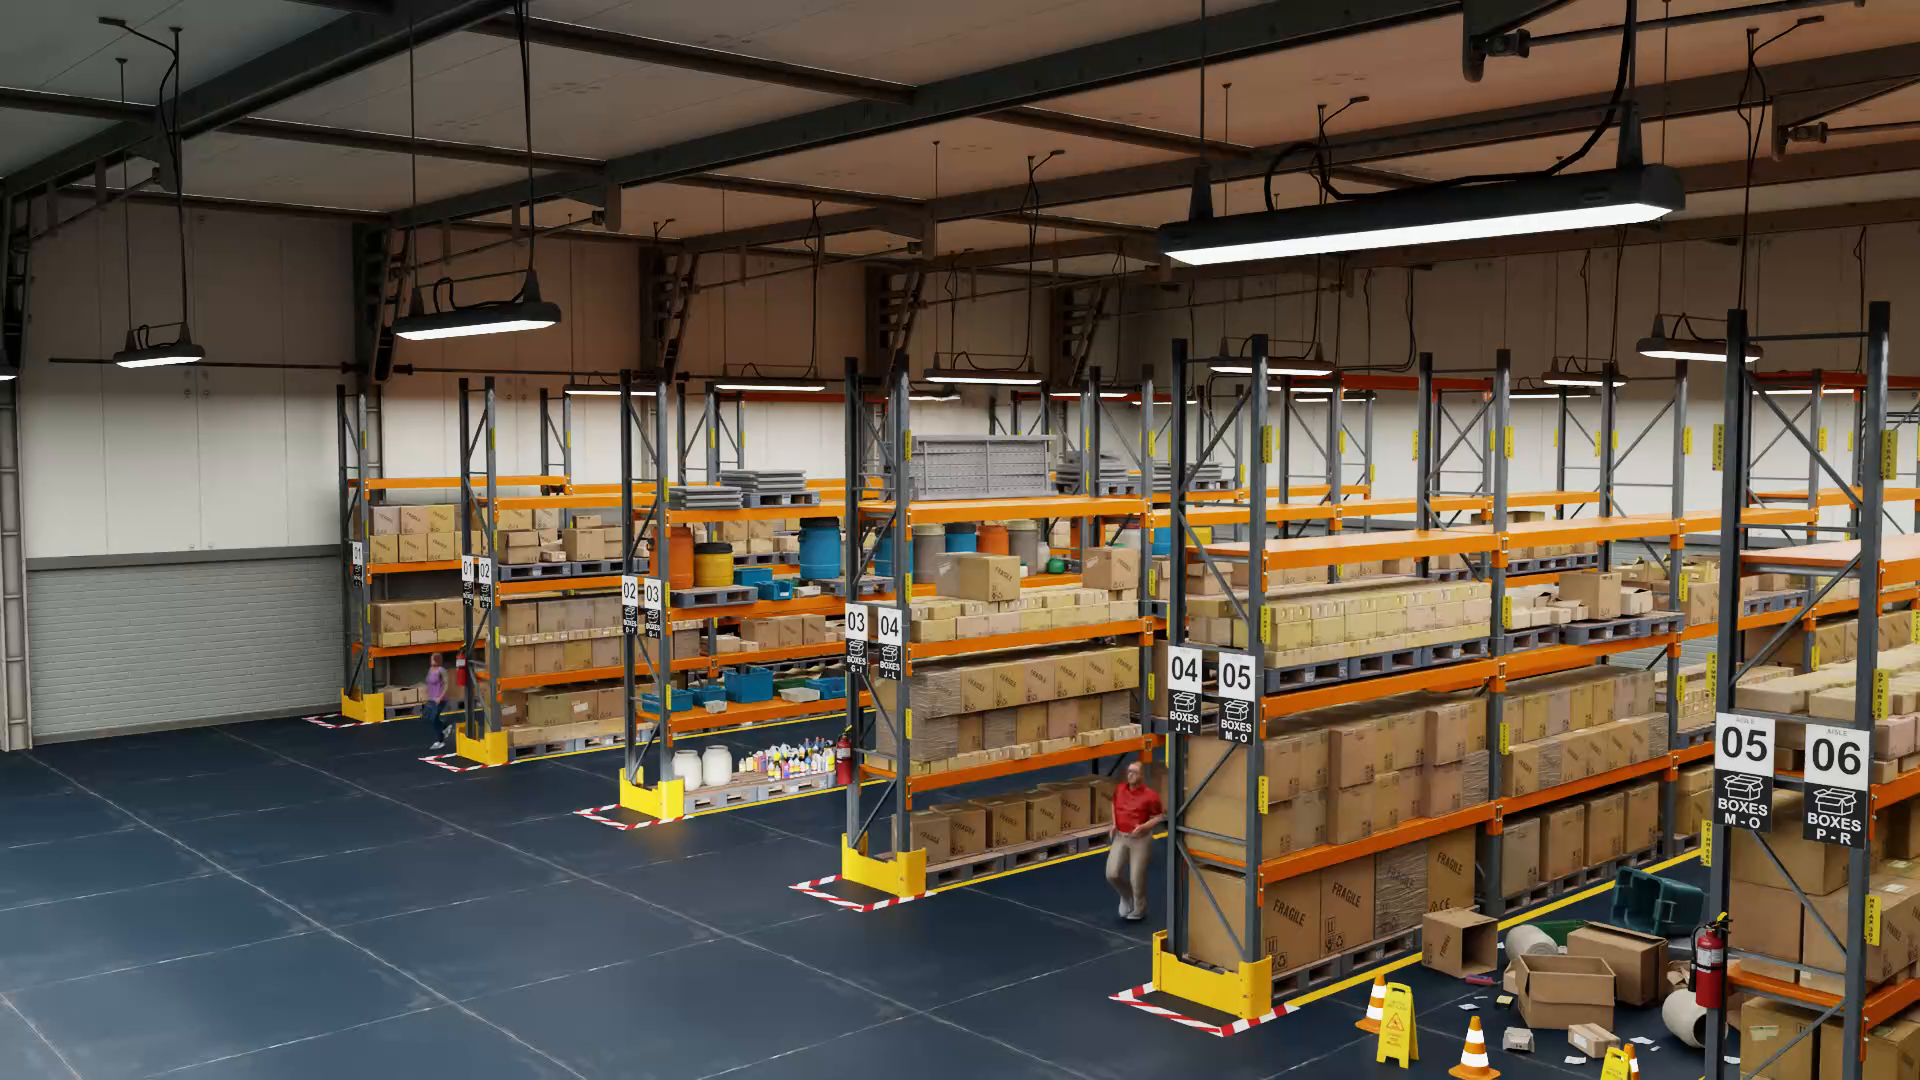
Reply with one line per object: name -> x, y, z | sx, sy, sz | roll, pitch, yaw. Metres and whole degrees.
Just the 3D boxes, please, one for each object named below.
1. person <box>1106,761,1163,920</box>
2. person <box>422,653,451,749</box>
person -> 1.789, 3.168, 17.436 | 0.634, 1.689, 0.617 | 2, 4, 30
person -> -8.530, 2.619, 27.139 | 0.569, 1.573, 0.493 | 4, 5, 44
